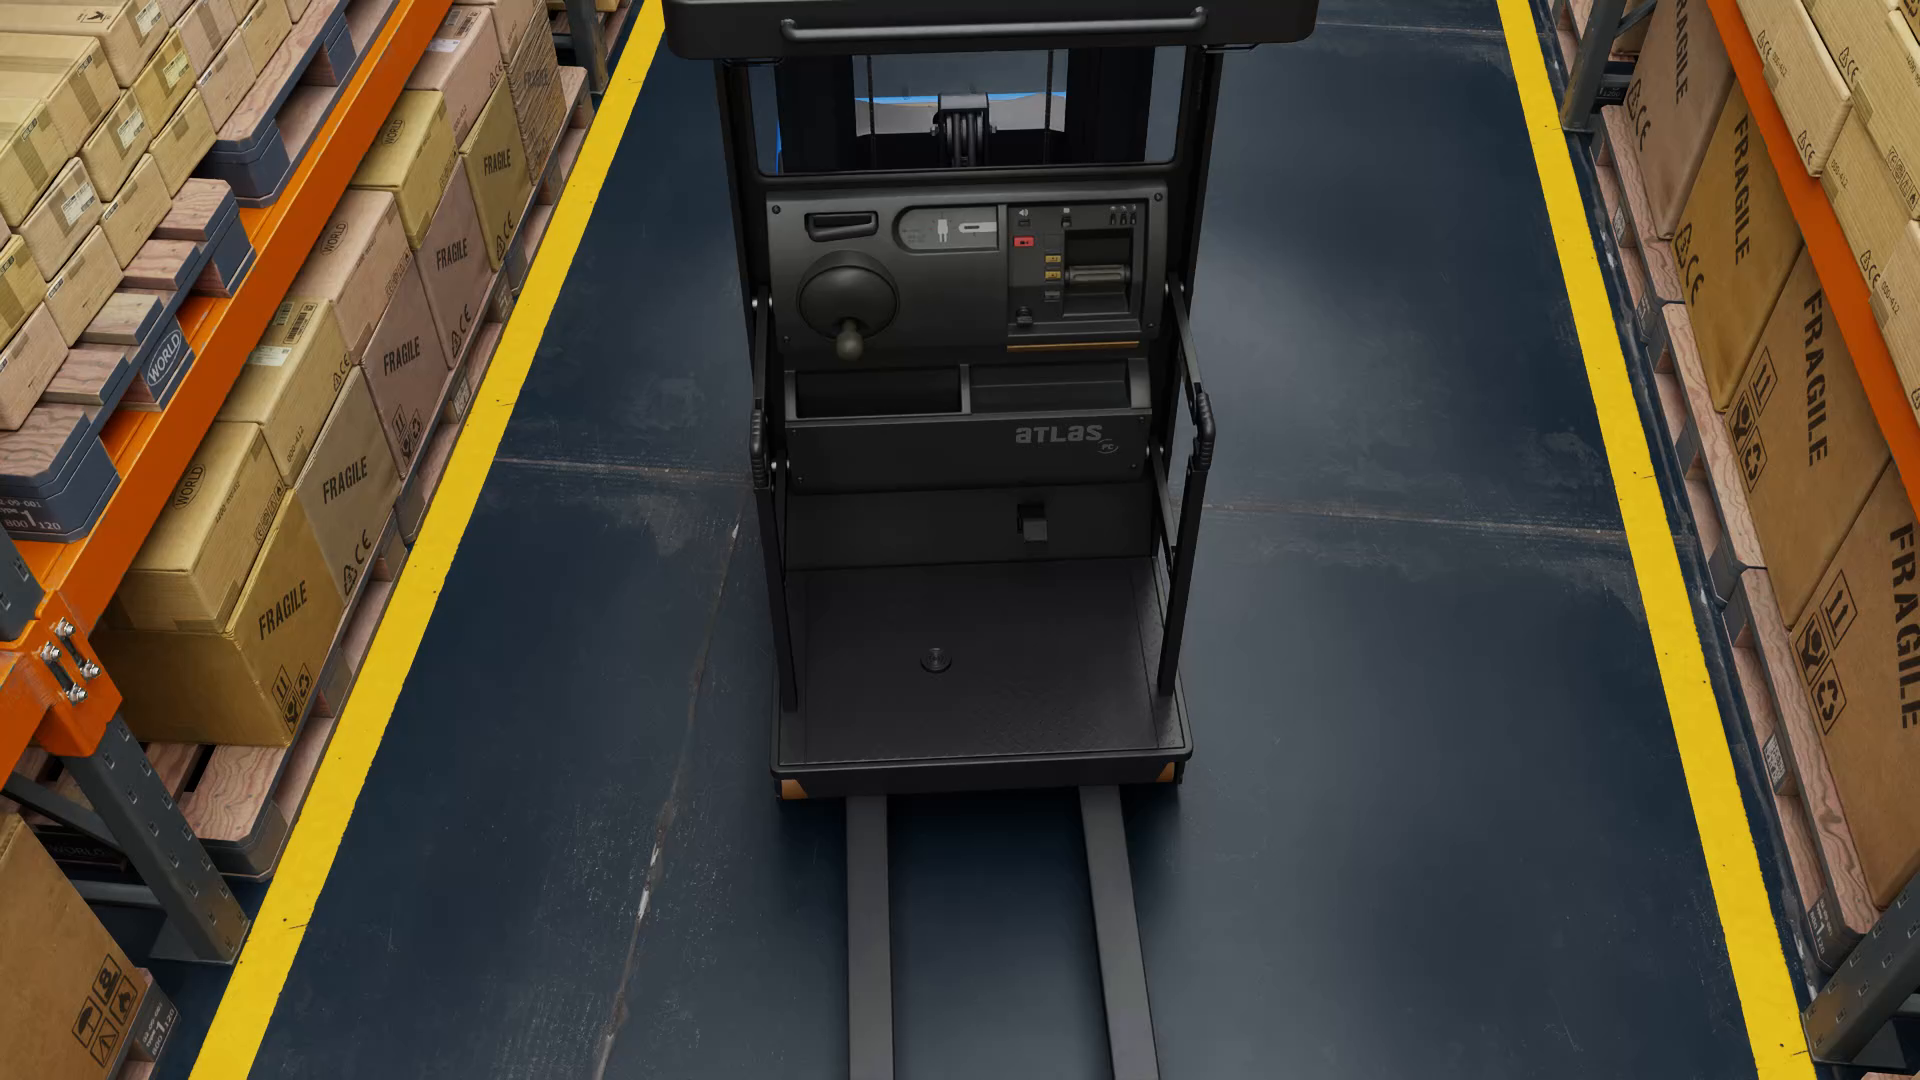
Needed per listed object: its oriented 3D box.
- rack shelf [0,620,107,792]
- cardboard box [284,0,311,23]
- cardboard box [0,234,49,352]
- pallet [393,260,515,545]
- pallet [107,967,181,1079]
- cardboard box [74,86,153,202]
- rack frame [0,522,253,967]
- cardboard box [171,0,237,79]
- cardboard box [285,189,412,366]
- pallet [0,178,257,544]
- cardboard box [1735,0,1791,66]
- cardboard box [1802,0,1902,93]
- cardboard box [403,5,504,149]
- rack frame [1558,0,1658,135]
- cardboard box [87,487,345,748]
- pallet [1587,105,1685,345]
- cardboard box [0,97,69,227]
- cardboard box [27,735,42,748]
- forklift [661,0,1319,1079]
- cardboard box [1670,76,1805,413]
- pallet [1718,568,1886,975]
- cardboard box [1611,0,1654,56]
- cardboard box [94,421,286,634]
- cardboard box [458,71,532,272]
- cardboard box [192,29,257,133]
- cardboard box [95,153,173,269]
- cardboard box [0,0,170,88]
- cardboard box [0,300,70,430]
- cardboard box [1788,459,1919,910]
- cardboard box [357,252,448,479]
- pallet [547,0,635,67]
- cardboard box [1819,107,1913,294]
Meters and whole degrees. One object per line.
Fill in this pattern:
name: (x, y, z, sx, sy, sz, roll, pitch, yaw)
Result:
rack shelf: (-2.530, 1.712, 2.139, 1.077, 0.370, 4.000, 4, 48, 4)
cardboard box: (-1.962, -1.538, 4.510, 0.380, 0.149, 0.250, 2, 48, 2)
cardboard box: (-2.104, -0.499, 3.358, 0.380, 0.149, 0.250, 6, 48, 5)
pallet: (-2.162, -0.528, 5.590, 1.003, 0.211, 1.213, 4, 48, 4)
pallet: (-2.495, 1.515, 3.721, 1.003, 0.211, 1.213, 4, 48, 4)
cardboard box: (-2.060, -0.895, 3.720, 0.380, 0.149, 0.250, 3, 48, 2)
rack frame: (-2.348, -0.001, 3.218, 1.000, 3.000, 0.127, 4, 48, 4)
cardboard box: (-2.014, -1.264, 4.057, 0.380, 0.149, 0.250, 4, 48, 4)
cardboard box: (-1.940, -0.778, 4.830, 0.500, 0.250, 0.500, 4, 48, 4)
pallet: (-2.389, -0.467, 3.774, 1.213, 0.211, 1.003, 4, 48, 4)
cardboard box: (2.544, -1.569, 4.754, 0.500, 0.250, 0.500, 4, 48, 3)
cardboard box: (2.498, -1.369, 4.232, 0.500, 0.250, 0.500, 3, 48, 2)
cardboard box: (-1.860, -1.550, 5.536, 0.500, 0.250, 0.500, 6, 48, 5)
rack frame: (2.955, -2.681, 5.670, 1.000, 3.000, 0.127, 4, 48, 4)
cardboard box: (-2.030, 0.199, 4.445, 0.500, 0.500, 0.500, 2, 48, 2)
pallet: (2.960, -1.168, 6.175, 1.003, 0.211, 1.213, 4, 48, 4)
cardboard box: (-2.091, -0.783, 3.415, 0.380, 0.149, 0.250, 3, 48, 2)
cardboard box: (-2.548, 0.200, 4.444, 0.500, 0.500, 0.500, 4, 48, 3)
forklift: (0.034, -0.530, 3.749, 1.130, 2.935, 3.031, -2, 48, -2)
cardboard box: (2.904, -0.981, 5.269, 0.875, 0.875, 0.875, 5, 48, 5)
pallet: (2.738, 0.625, 4.535, 1.003, 0.211, 1.213, 4, 48, 4)
cardboard box: (3.119, -2.412, 6.875, 0.875, 0.438, 0.875, 3, 48, 3)
cardboard box: (-2.044, -0.042, 4.157, 0.500, 0.250, 0.500, 2, 48, 2)
cardboard box: (-1.847, -1.300, 5.816, 0.500, 0.500, 0.500, 3, 48, 3)
cardboard box: (-2.013, -1.162, 4.166, 0.380, 0.149, 0.250, 5, 48, 5)
cardboard box: (-2.058, -0.768, 3.805, 0.380, 0.149, 0.250, 6, 48, 5)
cardboard box: (-2.040, -1.157, 3.758, 0.380, 0.149, 0.250, 2, 48, 2)
cardboard box: (-2.106, -0.373, 3.444, 0.380, 0.149, 0.250, 3, 48, 3)
cardboard box: (2.736, 0.331, 4.069, 0.875, 0.875, 0.875, 3, 48, 3)
cardboard box: (-1.945, -0.548, 5.128, 0.500, 0.500, 0.500, 3, 48, 3)
pallet: (-1.958, -2.495, 7.389, 1.003, 0.211, 1.213, 4, 48, 4)
cardboard box: (2.471, -0.826, 4.074, 0.500, 0.250, 0.500, 3, 48, 3)
